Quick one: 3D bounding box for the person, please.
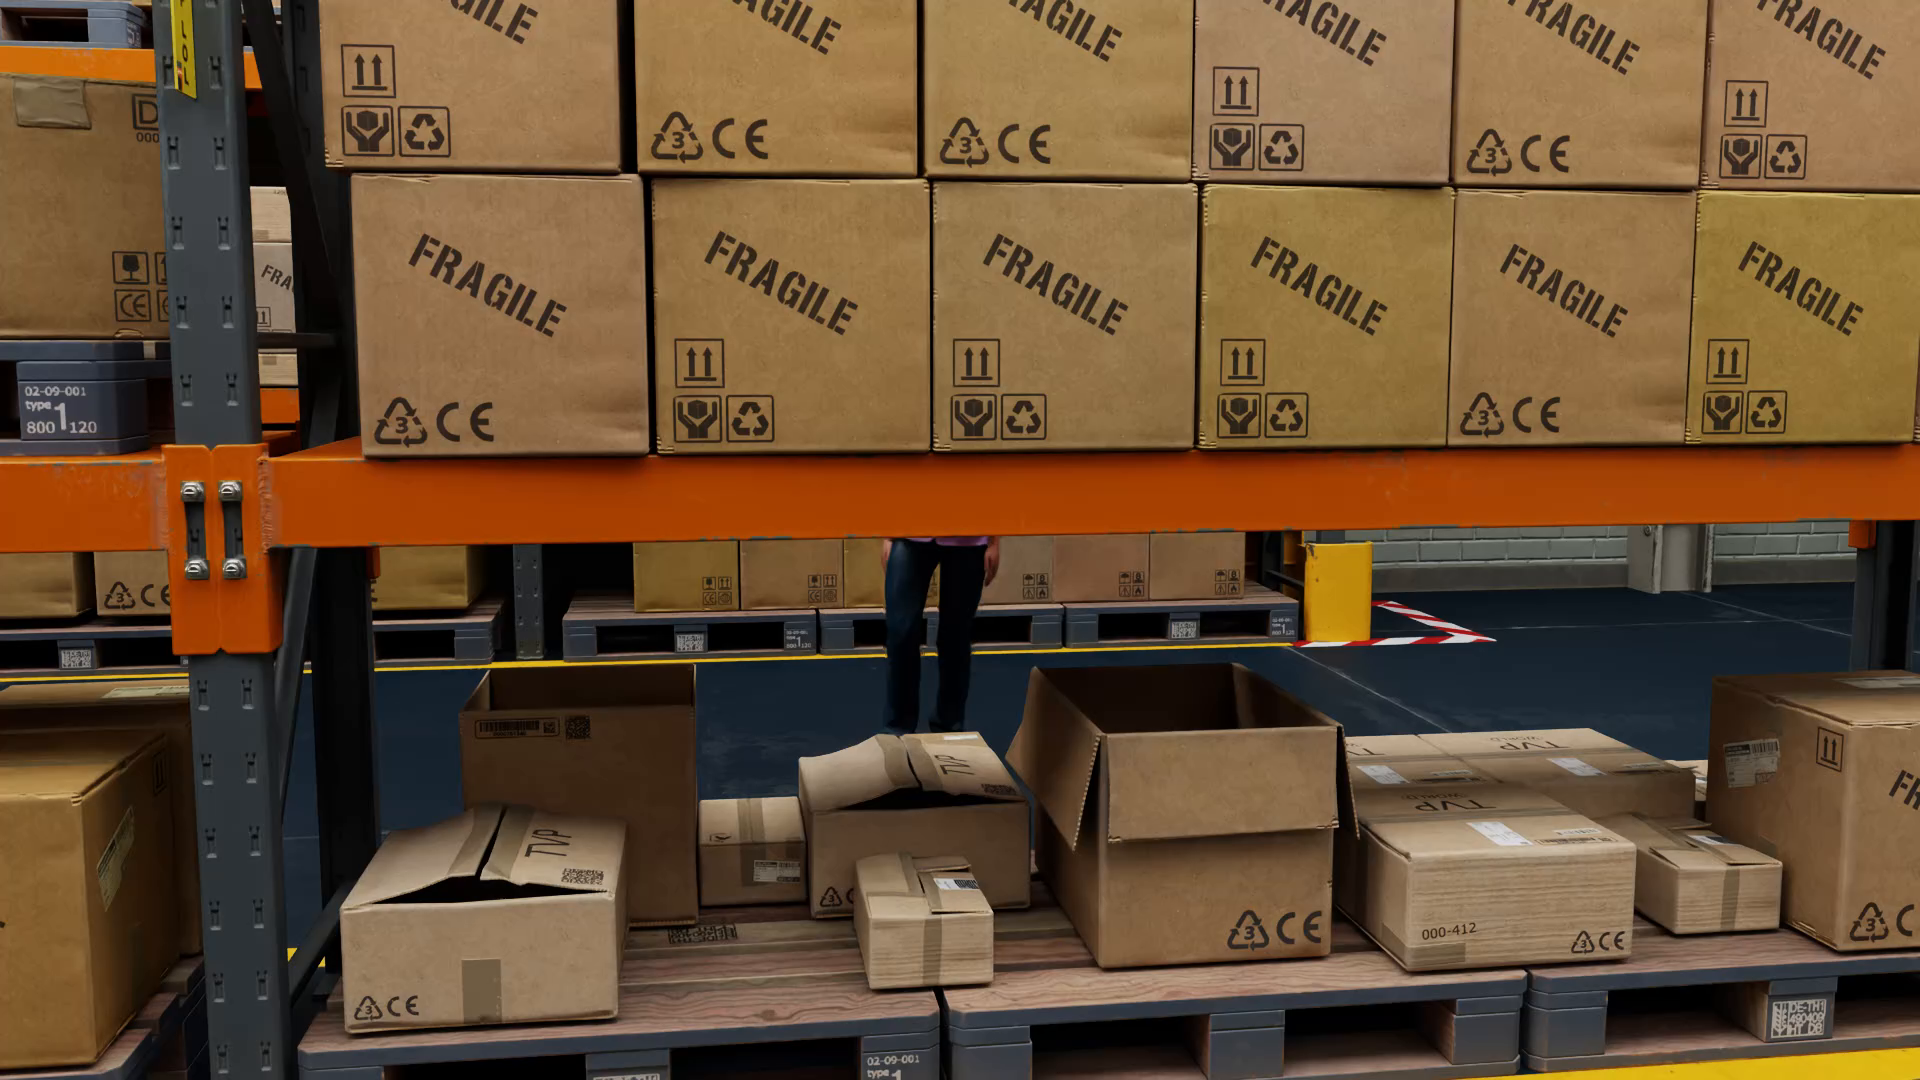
[{"bbox_3d":[-0.079,0.044,5.754,0.453,1.633,0.382,1,7,8],"label":"person"}]
